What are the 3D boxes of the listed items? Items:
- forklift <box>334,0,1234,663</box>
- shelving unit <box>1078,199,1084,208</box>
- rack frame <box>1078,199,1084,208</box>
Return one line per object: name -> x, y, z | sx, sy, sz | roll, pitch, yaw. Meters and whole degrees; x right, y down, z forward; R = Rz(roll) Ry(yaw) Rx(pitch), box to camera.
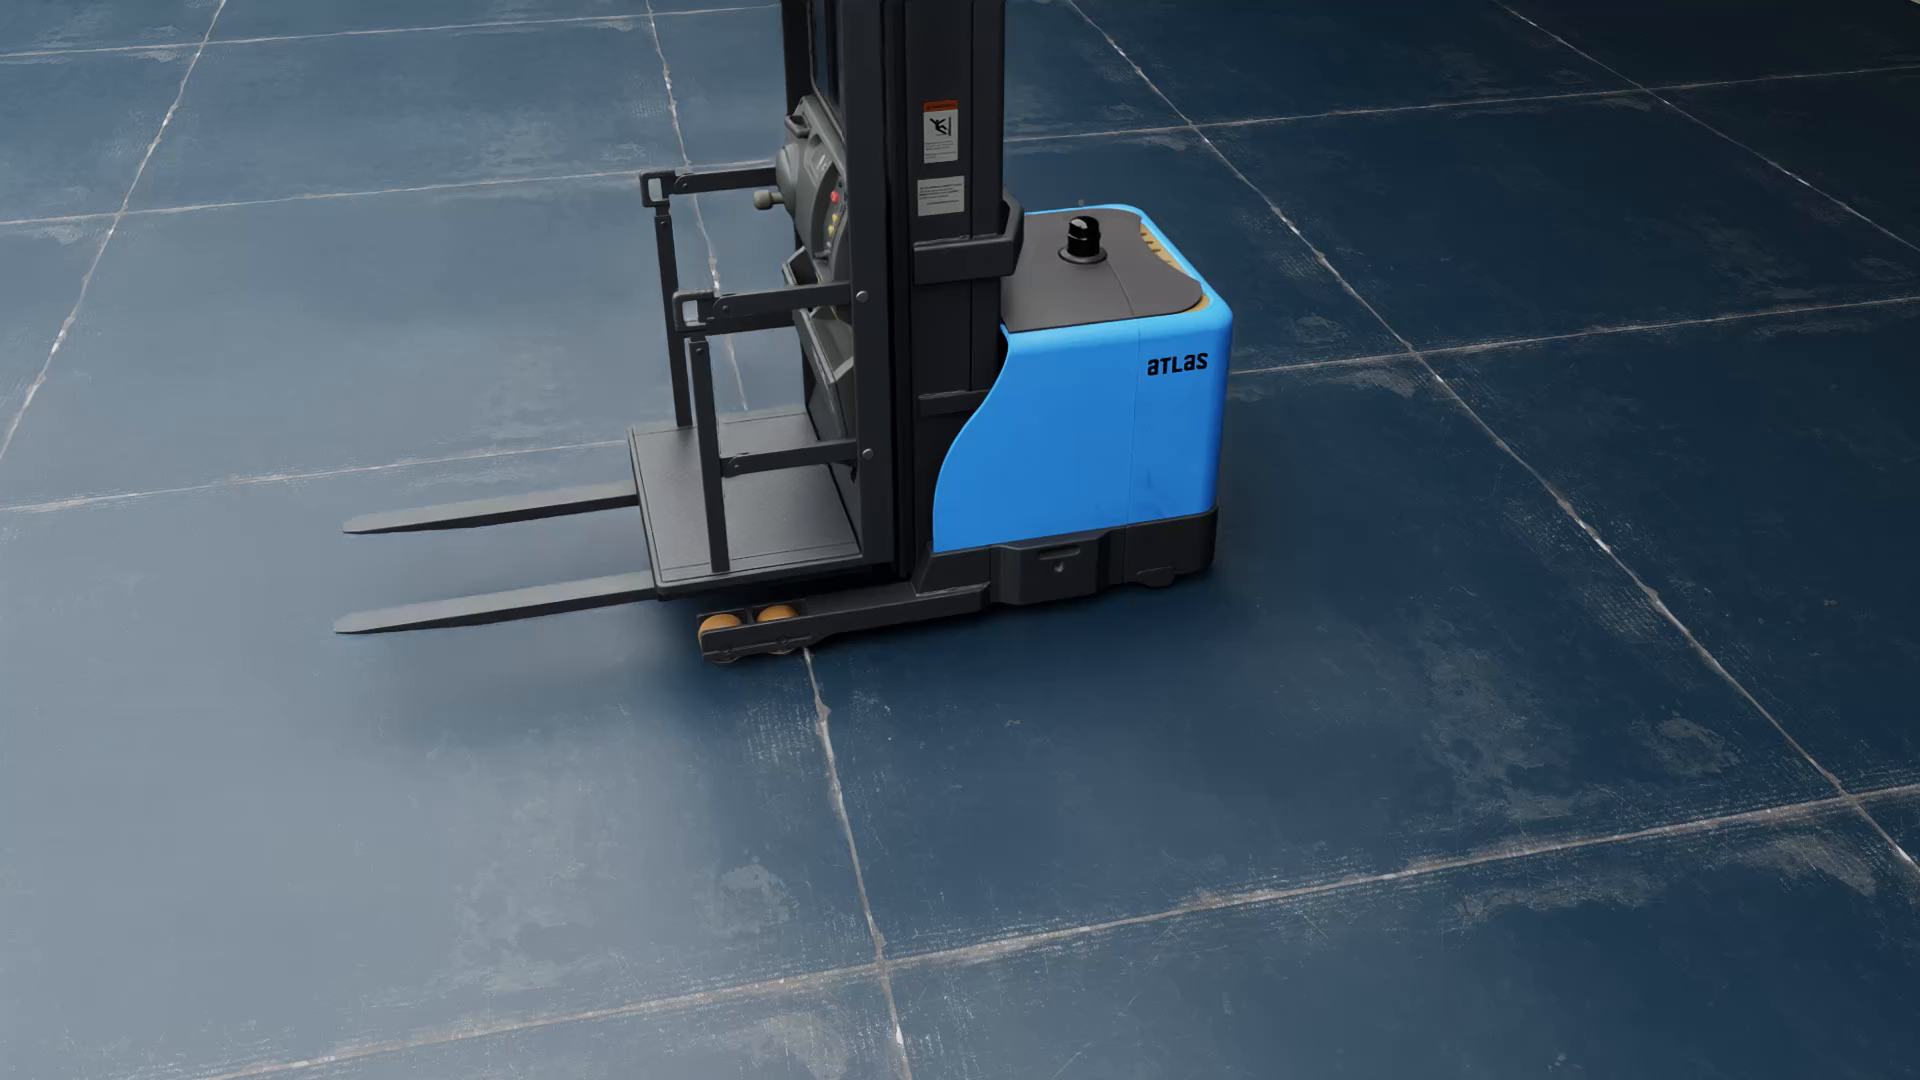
forklift -> -0.655, -1.126, 5.298 | 3.031, 2.935, 1.130 | -8, 35, -12
shelving unit -> 0.516, -0.909, 6.796 | 0.258, 0.900, 0.210 | 22, 39, 29
rack frame -> 0.575, -0.955, 6.865 | 0.240, 0.900, 0.006 | 22, 39, 29
